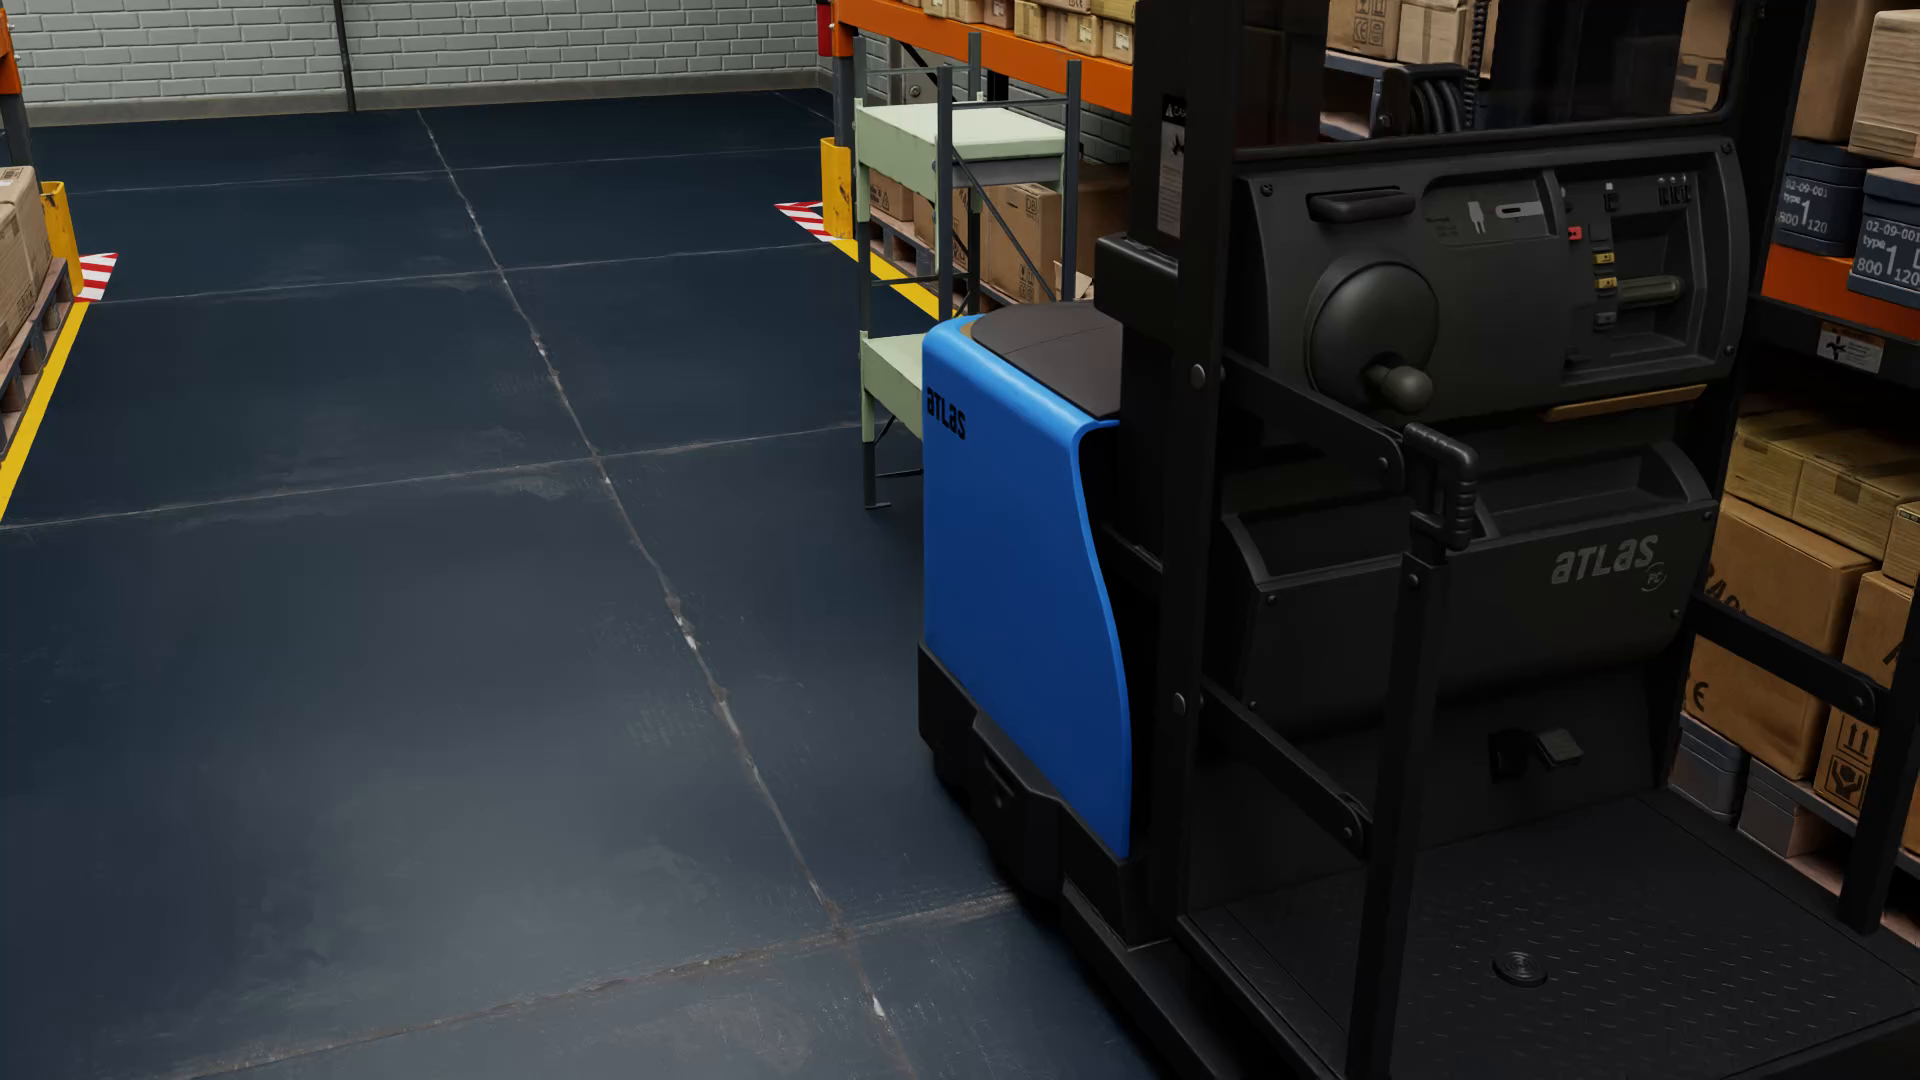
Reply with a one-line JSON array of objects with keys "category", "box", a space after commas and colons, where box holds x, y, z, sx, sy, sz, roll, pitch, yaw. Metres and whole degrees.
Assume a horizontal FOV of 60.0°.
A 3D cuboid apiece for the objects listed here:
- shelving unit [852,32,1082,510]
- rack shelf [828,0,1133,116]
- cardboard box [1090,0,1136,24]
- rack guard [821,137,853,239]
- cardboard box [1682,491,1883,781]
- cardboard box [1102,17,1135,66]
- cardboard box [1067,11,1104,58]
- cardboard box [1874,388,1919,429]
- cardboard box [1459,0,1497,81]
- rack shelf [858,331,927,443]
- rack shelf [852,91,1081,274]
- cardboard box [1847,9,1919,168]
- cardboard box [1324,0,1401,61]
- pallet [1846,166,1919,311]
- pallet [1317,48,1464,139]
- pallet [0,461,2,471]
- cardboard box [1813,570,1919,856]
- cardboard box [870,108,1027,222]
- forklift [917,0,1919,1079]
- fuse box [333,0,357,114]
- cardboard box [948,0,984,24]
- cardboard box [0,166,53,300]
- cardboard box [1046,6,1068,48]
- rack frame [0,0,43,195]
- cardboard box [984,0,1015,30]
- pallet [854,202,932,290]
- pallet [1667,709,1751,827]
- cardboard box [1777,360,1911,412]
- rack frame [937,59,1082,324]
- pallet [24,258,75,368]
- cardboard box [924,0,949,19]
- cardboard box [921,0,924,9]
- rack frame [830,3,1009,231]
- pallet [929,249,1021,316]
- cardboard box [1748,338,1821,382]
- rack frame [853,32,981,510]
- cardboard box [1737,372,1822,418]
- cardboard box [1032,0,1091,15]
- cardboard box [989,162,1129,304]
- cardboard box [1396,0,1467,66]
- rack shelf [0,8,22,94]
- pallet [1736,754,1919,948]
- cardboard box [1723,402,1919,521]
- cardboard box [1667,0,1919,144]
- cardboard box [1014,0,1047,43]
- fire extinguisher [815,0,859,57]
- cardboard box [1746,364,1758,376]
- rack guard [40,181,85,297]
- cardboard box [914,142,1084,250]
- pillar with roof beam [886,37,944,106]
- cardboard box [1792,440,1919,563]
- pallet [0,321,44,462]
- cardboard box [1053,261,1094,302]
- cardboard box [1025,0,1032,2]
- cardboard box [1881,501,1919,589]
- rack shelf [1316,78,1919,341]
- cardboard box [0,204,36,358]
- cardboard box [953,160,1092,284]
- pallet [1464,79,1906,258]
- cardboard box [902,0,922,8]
[{"category": "shelving unit", "box": [0.002, -0.689, 4.953, 0.431, 1.500, 0.755, -8, 24, -19]}, {"category": "rack shelf", "box": [0.493, -2.151, 7.418, 1.077, 0.370, 4.000, -8, 24, -19]}, {"category": "cardboard box", "box": [0.792, -1.976, 5.885, 0.500, 0.250, 0.500, -8, 24, -18]}, {"category": "rack guard", "box": [-0.186, -2.030, 9.423, 1.175, 0.500, 0.348, -8, 24, -19]}, {"category": "cardboard box", "box": [1.908, 0.158, 3.690, 0.500, 0.500, 0.500, -7, 24, -17]}, {"category": "cardboard box", "box": [0.739, -1.813, 6.013, 0.380, 0.149, 0.250, -8, 24, -18]}, {"category": "cardboard box", "box": [0.624, -1.904, 6.229, 0.380, 0.149, 0.250, -8, 24, -18]}, {"category": "cardboard box", "box": [2.342, -0.255, 3.835, 0.380, 0.149, 0.250, -9, 24, -20]}, {"category": "cardboard box", "box": [1.622, -1.316, 3.840, 0.700, 0.500, 0.500, -8, 24, -19]}, {"category": "rack shelf", "box": [0.002, -0.388, 5.080, 0.431, 0.370, 0.720, -8, 24, -19]}, {"category": "rack shelf", "box": [0.002, -1.048, 4.801, 0.431, 0.370, 0.720, -8, 24, -19]}, {"category": "cardboard box", "box": [1.937, -0.766, 2.858, 0.500, 0.250, 0.500, -10, 25, -21]}, {"category": "cardboard box", "box": [1.344, -1.601, 4.517, 0.700, 0.500, 0.500, -8, 24, -18]}, {"category": "pallet", "box": [2.308, -0.451, 2.705, 1.213, 0.211, 1.003, -8, 24, -19]}, {"category": "pallet", "box": [1.380, -1.362, 4.867, 1.003, 0.211, 1.213, -8, 24, -19]}, {"category": "pallet", "box": [-3.638, -0.076, 5.158, 1.003, 0.211, 1.213, -8, 24, -19]}, {"category": "cardboard box", "box": [2.095, 0.348, 3.239, 0.500, 0.500, 0.500, -9, 24, -20]}, {"category": "cardboard box", "box": [-0.086, -2.017, 8.848, 0.797, 0.503, 0.637, -9, 25, -21]}, {"category": "forklift", "box": [0.943, -0.391, 2.405, 1.130, 2.935, 3.031, -9, 25, -21]}, {"category": "fuse box", "box": [-4.853, -4.214, 13.045, 0.539, 1.711, 0.414, -8, 24, -19]}, {"category": "cardboard box", "box": [0.167, -2.369, 7.332, 0.380, 0.149, 0.250, -8, 24, -18]}, {"category": "cardboard box", "box": [-4.529, -1.314, 7.263, 0.875, 0.438, 0.875, -9, 25, -21]}, {"category": "cardboard box", "box": [0.557, -2.003, 6.464, 0.380, 0.149, 0.250, -8, 24, -18]}, {"category": "rack frame", "box": [-4.856, -2.527, 7.384, 1.000, 3.000, 0.127, -8, 24, -19]}, {"category": "cardboard box", "box": [0.322, -2.285, 7.132, 0.380, 0.149, 0.250, -8, 24, -19]}, {"category": "pallet", "box": [0.096, -1.607, 8.792, 1.003, 0.211, 1.213, -8, 24, -19]}, {"category": "pallet", "box": [1.957, 0.263, 4.354, 1.003, 0.211, 1.213, -8, 24, -19]}, {"category": "cardboard box", "box": [2.213, -0.338, 4.032, 0.380, 0.149, 0.250, -8, 24, -19]}, {"category": "rack frame", "box": [0.132, -0.556, 4.637, 0.400, 1.500, 0.023, -8, 24, -19]}, {"category": "pallet", "box": [-4.500, -0.962, 7.261, 1.003, 0.211, 1.213, -8, 24, -19]}, {"category": "cardboard box", "box": [0.055, -2.462, 7.552, 0.380, 0.149, 0.250, -9, 24, -20]}, {"category": "cardboard box", "box": [0.036, -2.564, 7.794, 0.380, 0.149, 0.250, -8, 24, -18]}, {"category": "rack frame", "box": [-0.213, -3.209, 9.003, 1.000, 3.000, 0.127, -8, 24, -19]}, {"category": "pallet", "box": [0.523, -1.165, 7.742, 1.003, 0.211, 1.213, -8, 24, -19]}, {"category": "cardboard box", "box": [2.158, -0.442, 4.279, 0.380, 0.149, 0.250, -9, 25, -21]}, {"category": "rack frame", "box": [-0.127, -0.822, 5.268, 0.400, 1.500, 0.023, -8, 24, -19]}, {"category": "cardboard box", "box": [1.759, -0.274, 3.879, 0.380, 0.149, 0.250, -10, 25, -22]}, {"category": "cardboard box", "box": [0.601, -2.156, 6.312, 0.500, 0.250, 0.500, -8, 24, -19]}, {"category": "cardboard box", "box": [0.546, -1.323, 7.204, 0.700, 0.500, 0.500, -9, 25, -21]}, {"category": "cardboard box", "box": [1.332, -1.330, 4.176, 0.396, 0.266, 0.258, -7, 24, -16]}, {"category": "rack shelf", "box": [-4.149, -1.469, 5.799, 1.077, 0.370, 4.000, -8, 24, -19]}, {"category": "pallet", "box": [2.384, 0.706, 3.304, 1.003, 0.211, 1.213, -8, 24, -19]}, {"category": "cardboard box", "box": [1.885, -0.177, 3.651, 0.380, 0.149, 0.250, -9, 24, -20]}, {"category": "cardboard box", "box": [1.863, -1.111, 3.351, 0.797, 0.503, 0.637, -9, 24, -20]}, {"category": "cardboard box", "box": [0.440, -2.092, 6.675, 0.380, 0.149, 0.250, -9, 24, -20]}, {"category": "fire extinguisher", "box": [-0.698, -2.992, 9.066, 0.296, 0.674, 0.183, -8, 24, -19]}, {"category": "cardboard box", "box": [1.720, -0.370, 4.108, 0.380, 0.149, 0.250, -8, 24, -19]}, {"category": "rack guard", "box": [-4.864, -1.384, 7.890, 1.175, 0.500, 0.348, -8, 24, -19]}, {"category": "cardboard box", "box": [0.180, -1.700, 8.099, 0.700, 0.500, 0.500, -7, 24, -17]}, {"category": "pillar with roof beam", "box": [-4.350, -6.487, 9.054, 9.100, 9.000, 0.400, -8, 24, -19]}, {"category": "cardboard box", "box": [1.973, -0.087, 3.436, 0.380, 0.149, 0.250, -8, 24, -17]}, {"category": "pallet", "box": [-4.073, -0.520, 6.211, 1.003, 0.211, 1.213, -8, 24, -19]}, {"category": "cardboard box", "box": [0.602, -0.982, 6.696, 0.396, 0.266, 0.258, -7, 24, -17]}, {"category": "cardboard box", "box": [0.437, -2.339, 6.747, 0.500, 0.250, 0.500, -9, 24, -19]}, {"category": "cardboard box", "box": [2.024, 0.015, 3.194, 0.380, 0.149, 0.250, -9, 25, -21]}, {"category": "rack shelf", "box": [1.906, -0.698, 3.970, 1.077, 0.370, 4.000, -8, 24, -19]}, {"category": "cardboard box", "box": [-4.198, -0.982, 6.477, 0.875, 0.438, 0.875, -8, 24, -18]}, {"category": "cardboard box", "box": [0.273, -1.494, 7.610, 0.500, 0.500, 0.500, -8, 24, -18]}, {"category": "pallet", "box": [1.922, -0.920, 3.818, 1.003, 0.211, 1.213, -8, 24, -19]}, {"category": "cardboard box", "box": [-0.063, -2.660, 8.021, 0.380, 0.149, 0.250, -8, 24, -17]}]
